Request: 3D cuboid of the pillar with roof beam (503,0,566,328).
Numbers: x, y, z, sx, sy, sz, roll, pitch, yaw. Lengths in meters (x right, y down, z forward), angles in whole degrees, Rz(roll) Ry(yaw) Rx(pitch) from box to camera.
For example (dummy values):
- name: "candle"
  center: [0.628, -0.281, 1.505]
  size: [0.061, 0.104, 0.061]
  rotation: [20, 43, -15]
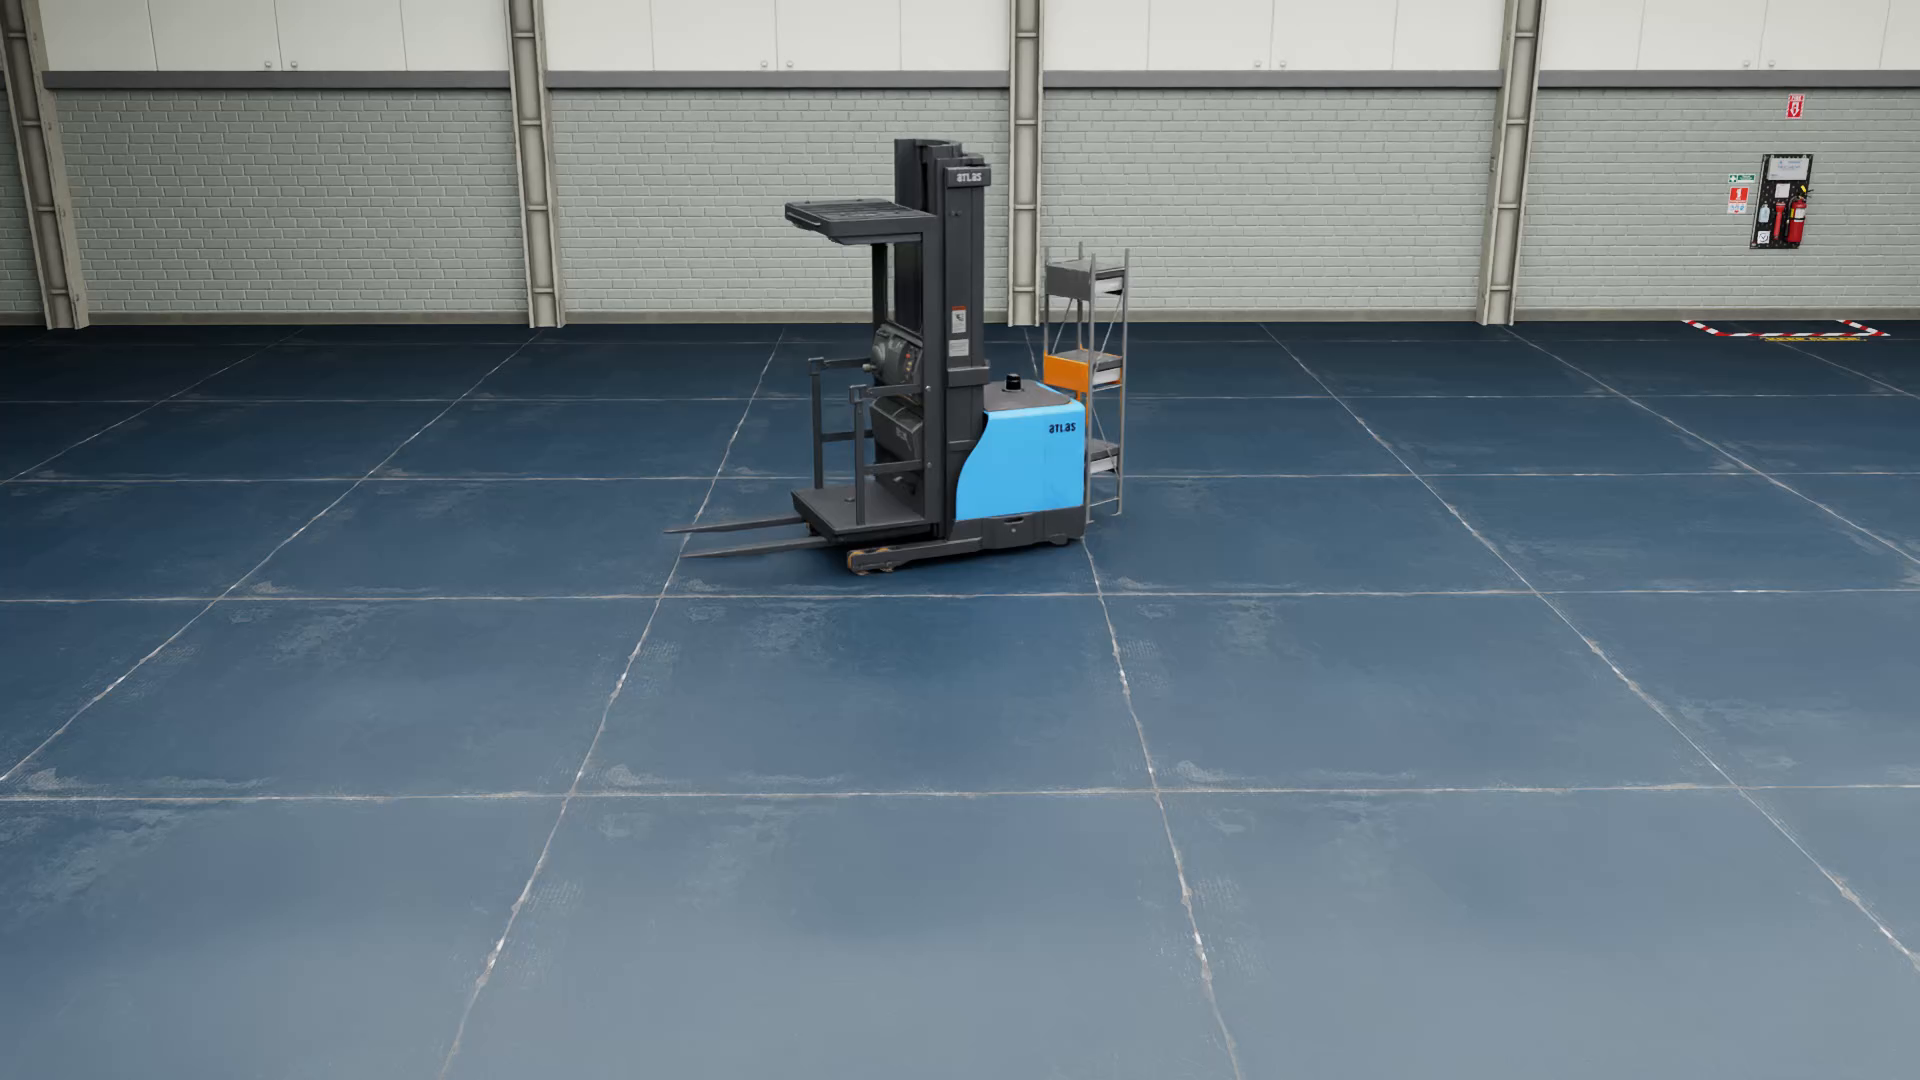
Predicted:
- name: "pillar with roof beam"
  center: [-5.131, -5.678, 15.514]
  size: [0.400, 9.000, 9.100]
  rotation: [0, 18, -1]

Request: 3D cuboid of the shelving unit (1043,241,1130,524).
- name: "shelving unit"
  center: [0.964, -1.220, 12.913]
  size: [0.431, 2.100, 0.503]
  rotation: [-15, 23, -39]

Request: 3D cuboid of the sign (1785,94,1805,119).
- name: "sign"
  center: [10.317, -5.356, 20.540]
  size: [0.199, 0.298, 0.001]
  rotation: [0, 18, -1]

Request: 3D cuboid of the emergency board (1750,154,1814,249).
- name: "emergency board"
  center: [10.327, -4.222, 20.799]
  size: [0.643, 1.169, 0.194]
  rotation: [0, 18, -1]

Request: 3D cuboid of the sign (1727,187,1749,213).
- name: "sign"
  center: [9.772, -4.268, 20.883]
  size: [0.234, 0.329, 0.001]
  rotation: [0, 18, -1]

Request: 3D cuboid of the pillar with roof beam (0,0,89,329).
- name: "pillar with roof beam"
  center: [-11.131, -5.649, 15.424]
  size: [0.400, 9.000, 9.100]
  rotation: [0, 18, -1]

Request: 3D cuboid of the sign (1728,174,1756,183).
- name: "sign"
  center: [9.777, -4.518, 20.794]
  size: [0.331, 0.109, 0.001]
  rotation: [0, 18, -1]

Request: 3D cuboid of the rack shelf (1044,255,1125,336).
- name: "rack shelf"
  center: [0.964, -1.873, 12.703]
  size: [0.431, 0.518, 0.480]
  rotation: [-15, 23, -39]

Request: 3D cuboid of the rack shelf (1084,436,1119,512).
- name: "rack shelf"
  center: [0.964, -0.540, 13.131]
  size: [0.431, 0.518, 0.480]
  rotation: [-15, 23, -39]

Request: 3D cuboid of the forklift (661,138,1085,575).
- name: "forklift"
  center: [-0.637, -1.333, 11.904]
  size: [3.031, 2.935, 1.130]
  rotation: [-7, 19, -21]

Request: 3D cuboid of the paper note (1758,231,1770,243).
- name: "paper note"
  center: [10.149, -3.823, 20.997]
  size: [0.142, 0.148, 0.016]
  rotation: [0, 18, -1]

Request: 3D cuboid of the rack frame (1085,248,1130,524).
- name: "rack frame"
  center: [1.126, -1.164, 12.739]
  size: [0.400, 2.100, 0.015]
  rotation: [-15, 23, -39]

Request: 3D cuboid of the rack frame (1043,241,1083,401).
- name: "rack frame"
  center: [0.801, -1.276, 13.086]
  size: [0.400, 2.100, 0.015]
  rotation: [-15, 23, -39]

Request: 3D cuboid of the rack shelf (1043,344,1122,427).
- name: "rack shelf"
  center: [0.964, -1.207, 12.917]
  size: [0.431, 0.518, 0.480]
  rotation: [-15, 23, -39]

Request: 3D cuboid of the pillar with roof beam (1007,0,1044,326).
- name: "pillar with roof beam"
  center: [0.868, -5.706, 15.604]
  size: [0.400, 9.000, 9.100]
  rotation: [0, 18, -1]

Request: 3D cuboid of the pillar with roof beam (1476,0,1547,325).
- name: "pillar with roof beam"
  center: [6.867, -5.735, 15.695]
  size: [0.400, 9.000, 9.100]
  rotation: [0, 18, -1]
